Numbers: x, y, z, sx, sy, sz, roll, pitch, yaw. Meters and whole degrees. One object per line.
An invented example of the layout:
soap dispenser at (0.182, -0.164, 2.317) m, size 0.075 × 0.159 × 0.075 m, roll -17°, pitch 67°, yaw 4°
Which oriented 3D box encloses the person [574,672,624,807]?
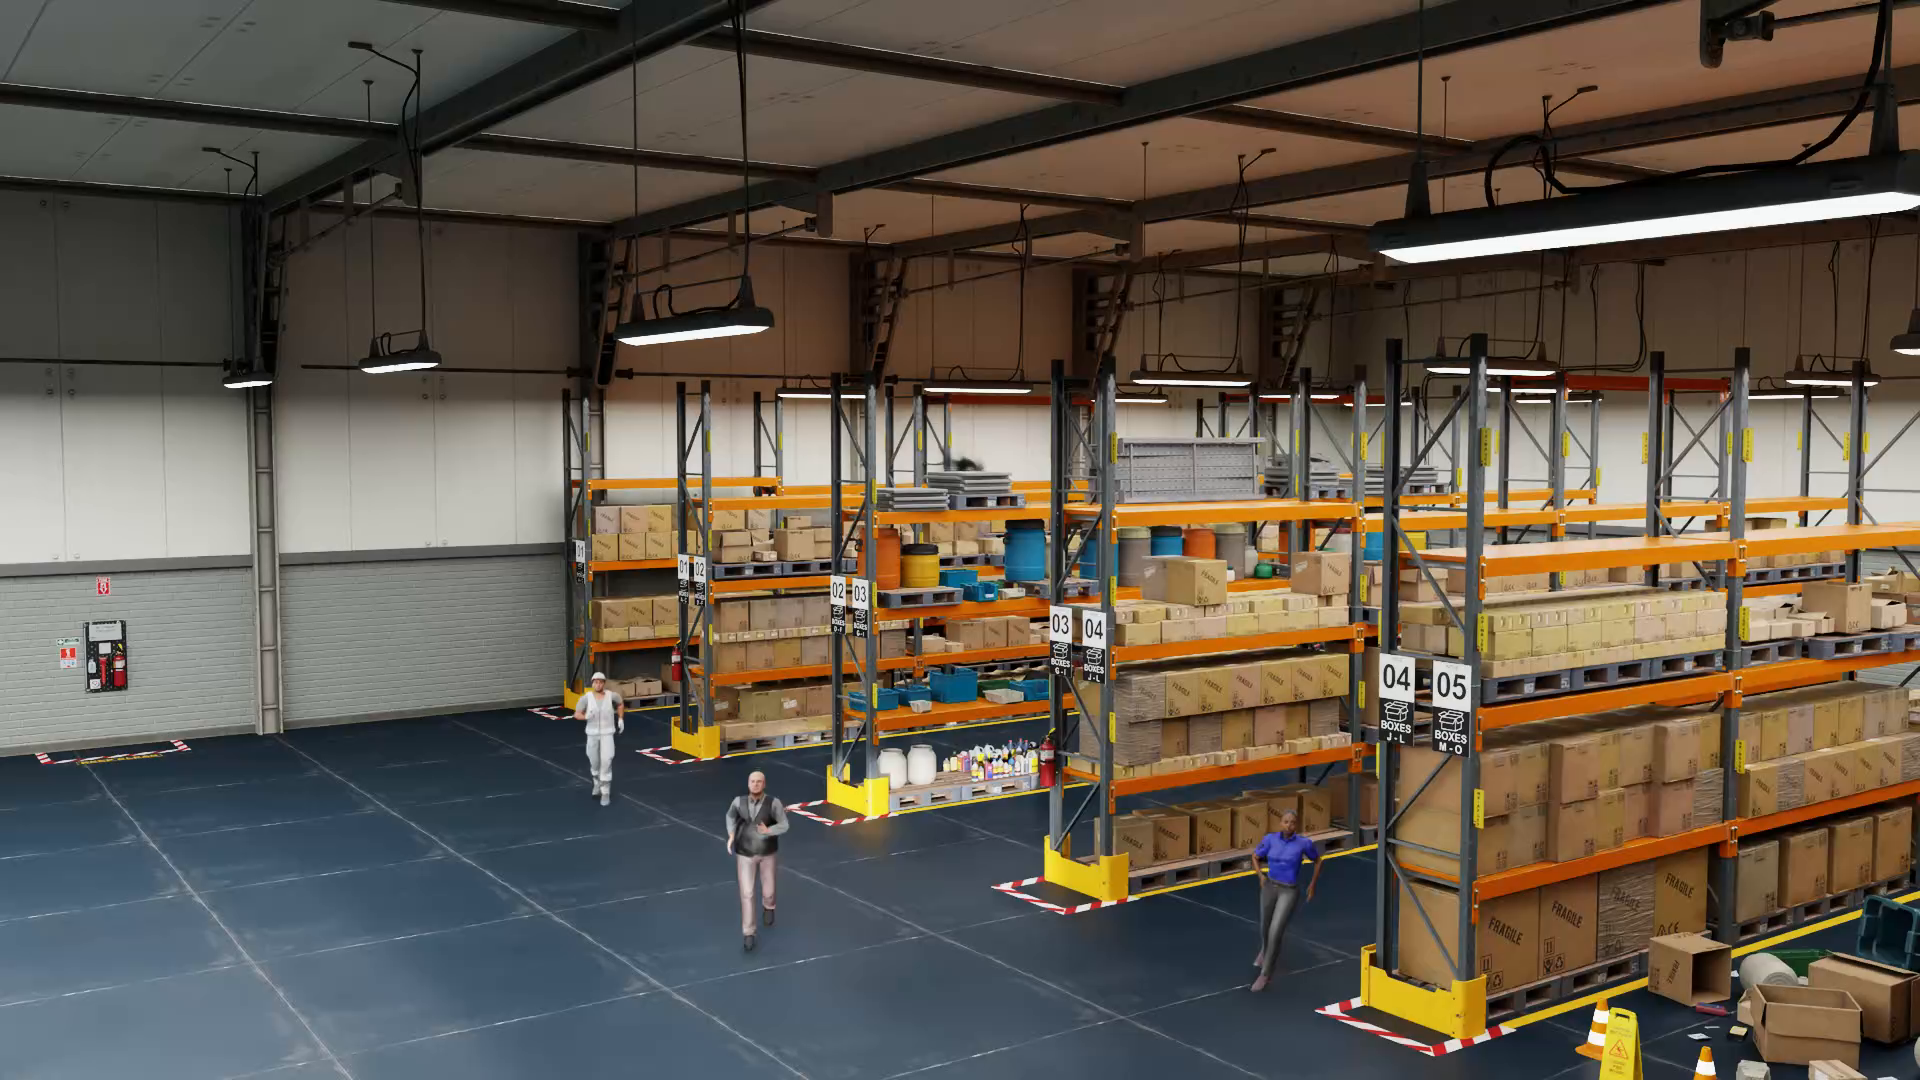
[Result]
person at (-5.059, 2.760, 23.323) m, size 0.661 × 1.846 × 0.836 m, roll 0°, pitch 4°, yaw -8°

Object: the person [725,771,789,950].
person at (-2.066, 3.200, 16.898) m, size 0.659 × 1.699 × 0.969 m, roll 0°, pitch 4°, yaw -3°

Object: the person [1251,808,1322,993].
person at (3.018, 3.347, 15.628) m, size 0.665 × 1.673 × 0.835 m, roll 2°, pitch 4°, yaw 29°
